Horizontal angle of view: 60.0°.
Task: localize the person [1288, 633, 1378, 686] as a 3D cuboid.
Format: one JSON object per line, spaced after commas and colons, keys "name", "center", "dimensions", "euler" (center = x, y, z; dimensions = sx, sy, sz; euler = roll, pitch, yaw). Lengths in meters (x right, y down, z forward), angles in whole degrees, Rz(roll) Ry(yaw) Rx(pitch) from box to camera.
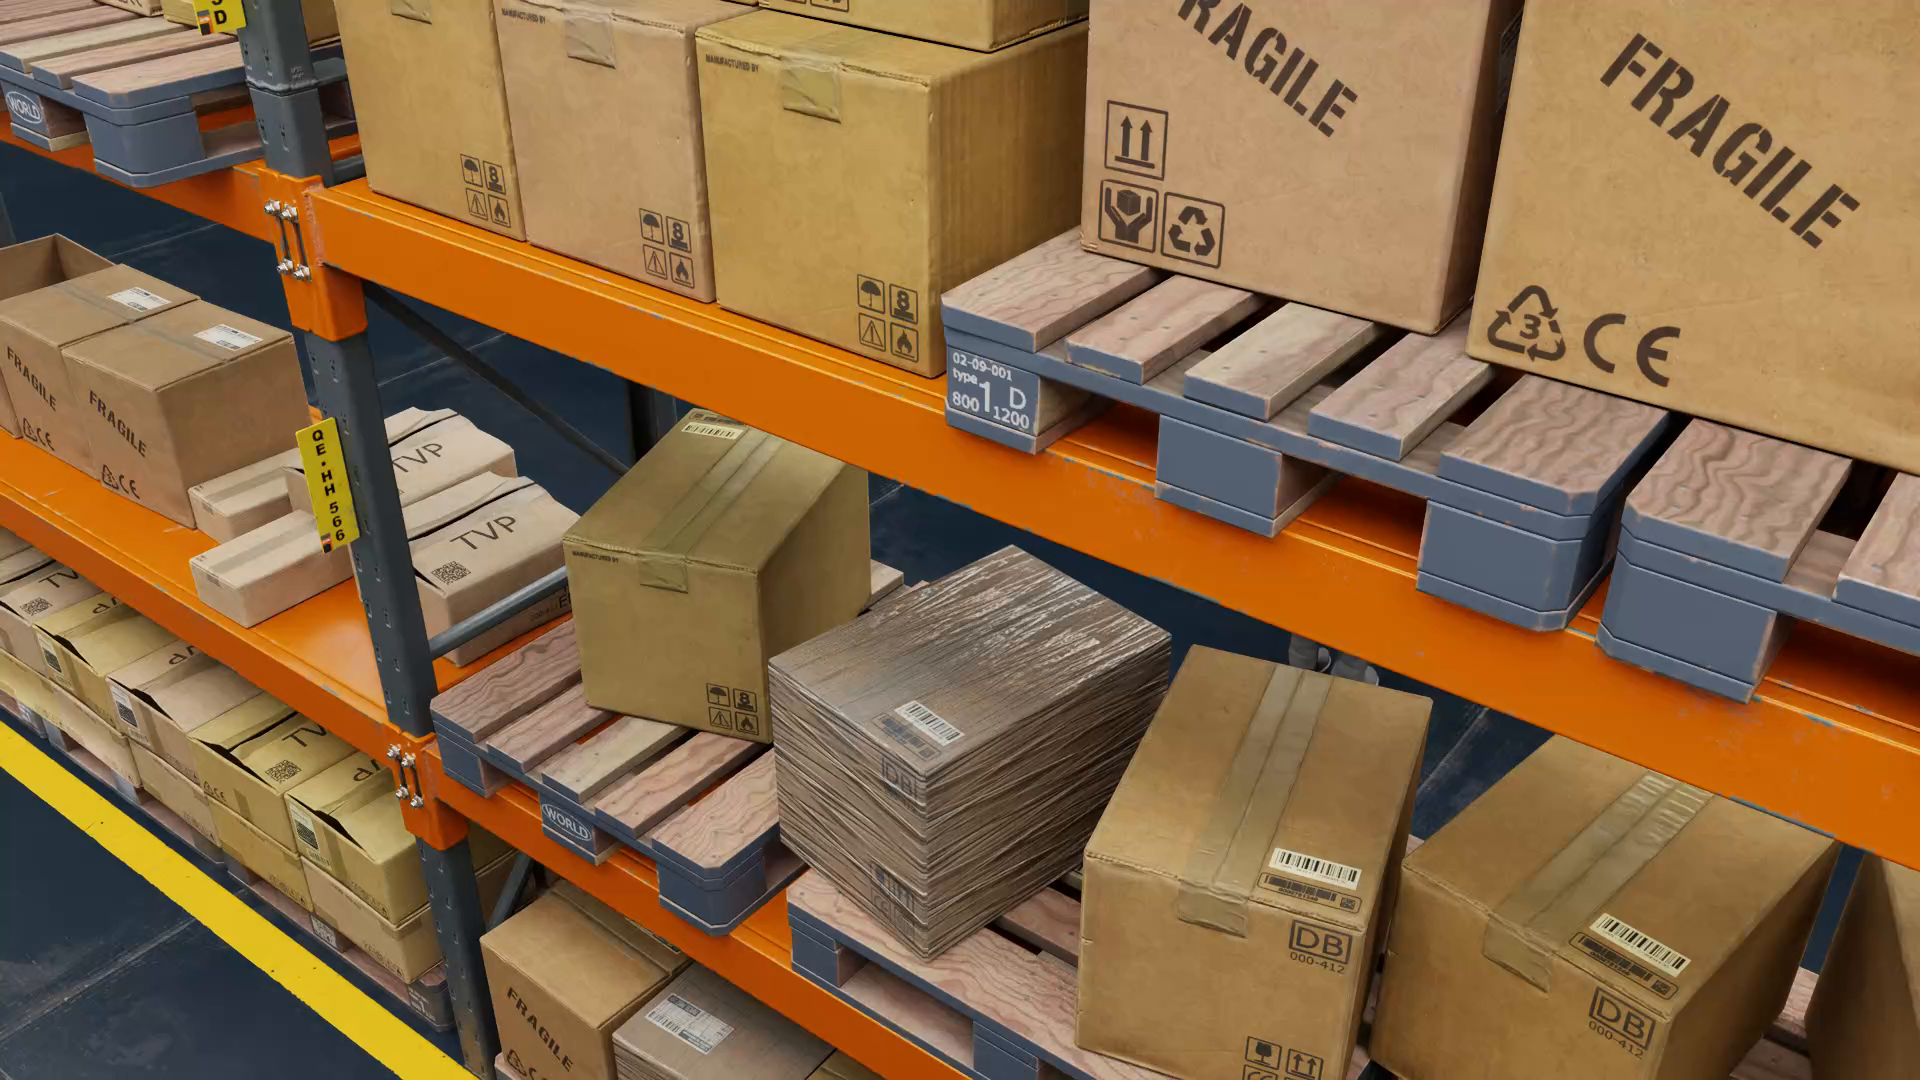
{"name": "person", "center": [1.506, -0.145, 6.354], "dimensions": [0.424, 1.691, 0.521], "euler": [21, 37, 31]}
